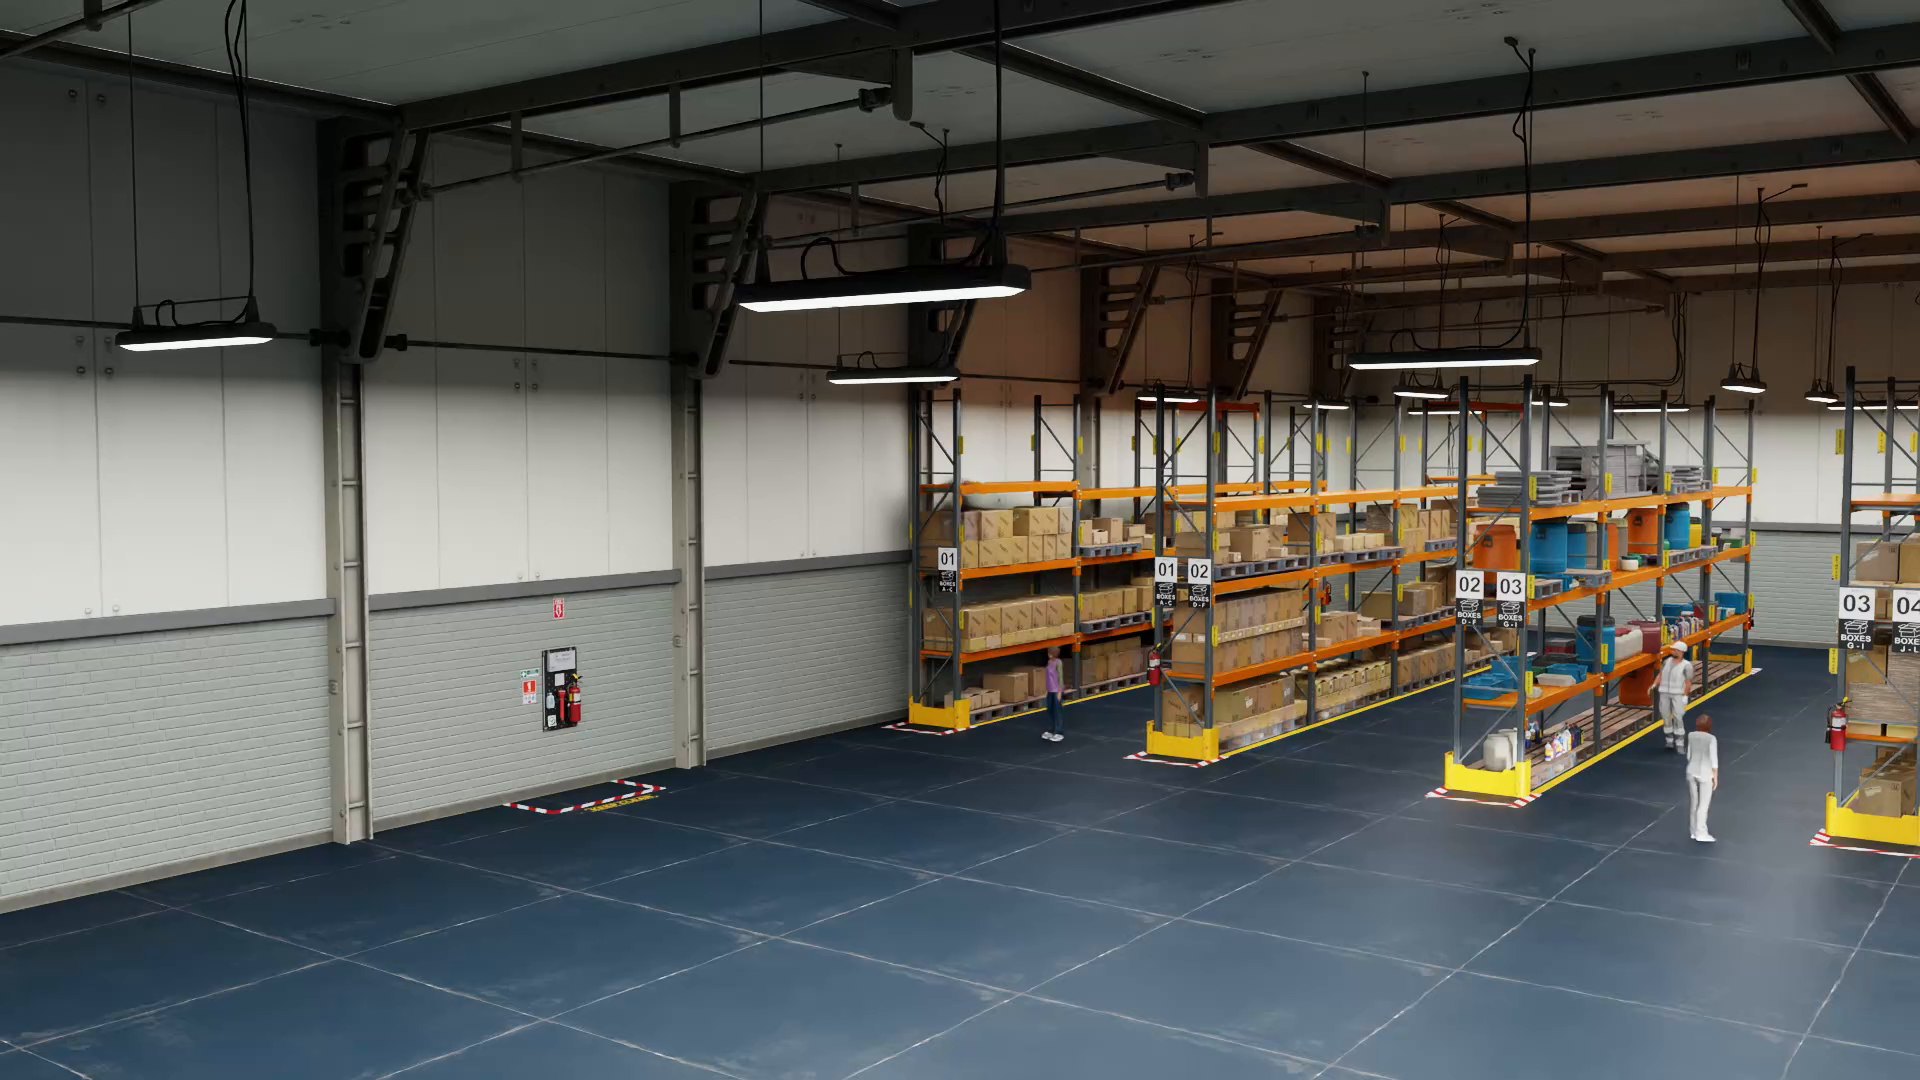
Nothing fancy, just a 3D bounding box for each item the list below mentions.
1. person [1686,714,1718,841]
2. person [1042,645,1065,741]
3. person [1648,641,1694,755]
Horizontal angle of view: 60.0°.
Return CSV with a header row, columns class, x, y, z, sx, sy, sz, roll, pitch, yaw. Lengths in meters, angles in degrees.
class,x,y,z,sx,sy,sz,roll,pitch,yaw
person,9.374,3.051,20.993,0.347,1.496,0.424,-2,4,-31
person,1.589,2.586,28.247,0.372,1.603,0.459,-2,4,-26
person,11.630,2.568,27.251,0.649,1.809,0.580,3,4,41
